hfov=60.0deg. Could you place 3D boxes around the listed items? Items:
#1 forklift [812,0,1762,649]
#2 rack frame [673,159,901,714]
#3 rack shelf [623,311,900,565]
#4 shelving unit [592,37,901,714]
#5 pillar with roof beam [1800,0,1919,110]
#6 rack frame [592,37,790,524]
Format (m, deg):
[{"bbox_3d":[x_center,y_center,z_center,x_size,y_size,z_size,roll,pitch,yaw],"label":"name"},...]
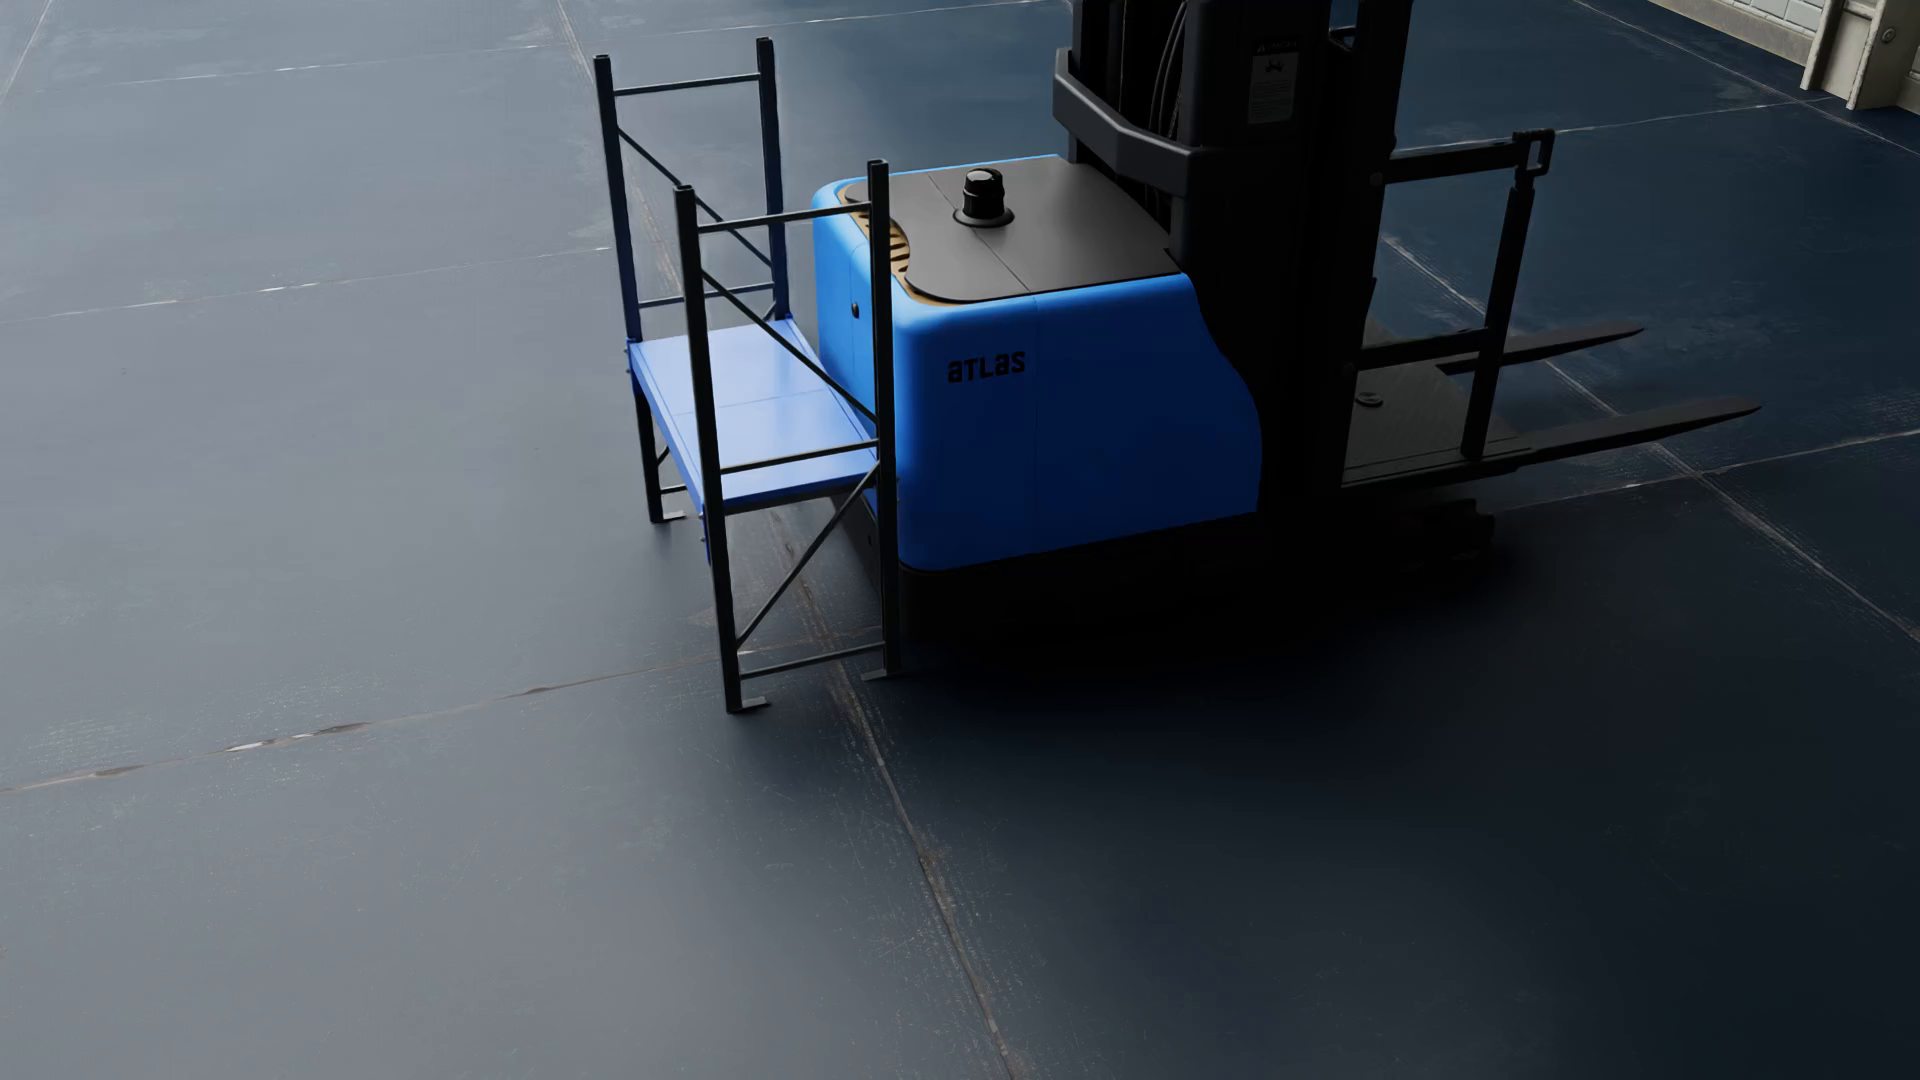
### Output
[{"bbox_3d":[1.124,-1.391,4.697,3.031,2.935,1.130,-10,35,-15],"label":"forklift"},{"bbox_3d":[-0.405,-0.207,4.203,0.500,1.500,0.032,-12,35,-17],"label":"rack frame"},{"bbox_3d":[-0.583,-0.320,4.700,0.538,0.185,1.000,-12,35,-17],"label":"rack shelf"},{"bbox_3d":[-0.583,-0.470,4.601,0.538,1.500,1.048,-12,35,-17],"label":"shelving unit"},{"bbox_3d":[0.615,-5.387,5.240,9.100,9.000,0.400,-10,35,-15],"label":"pillar with roof beam"},{"bbox_3d":[-0.762,-0.732,4.998,0.500,1.500,0.032,-12,35,-17],"label":"rack frame"}]
